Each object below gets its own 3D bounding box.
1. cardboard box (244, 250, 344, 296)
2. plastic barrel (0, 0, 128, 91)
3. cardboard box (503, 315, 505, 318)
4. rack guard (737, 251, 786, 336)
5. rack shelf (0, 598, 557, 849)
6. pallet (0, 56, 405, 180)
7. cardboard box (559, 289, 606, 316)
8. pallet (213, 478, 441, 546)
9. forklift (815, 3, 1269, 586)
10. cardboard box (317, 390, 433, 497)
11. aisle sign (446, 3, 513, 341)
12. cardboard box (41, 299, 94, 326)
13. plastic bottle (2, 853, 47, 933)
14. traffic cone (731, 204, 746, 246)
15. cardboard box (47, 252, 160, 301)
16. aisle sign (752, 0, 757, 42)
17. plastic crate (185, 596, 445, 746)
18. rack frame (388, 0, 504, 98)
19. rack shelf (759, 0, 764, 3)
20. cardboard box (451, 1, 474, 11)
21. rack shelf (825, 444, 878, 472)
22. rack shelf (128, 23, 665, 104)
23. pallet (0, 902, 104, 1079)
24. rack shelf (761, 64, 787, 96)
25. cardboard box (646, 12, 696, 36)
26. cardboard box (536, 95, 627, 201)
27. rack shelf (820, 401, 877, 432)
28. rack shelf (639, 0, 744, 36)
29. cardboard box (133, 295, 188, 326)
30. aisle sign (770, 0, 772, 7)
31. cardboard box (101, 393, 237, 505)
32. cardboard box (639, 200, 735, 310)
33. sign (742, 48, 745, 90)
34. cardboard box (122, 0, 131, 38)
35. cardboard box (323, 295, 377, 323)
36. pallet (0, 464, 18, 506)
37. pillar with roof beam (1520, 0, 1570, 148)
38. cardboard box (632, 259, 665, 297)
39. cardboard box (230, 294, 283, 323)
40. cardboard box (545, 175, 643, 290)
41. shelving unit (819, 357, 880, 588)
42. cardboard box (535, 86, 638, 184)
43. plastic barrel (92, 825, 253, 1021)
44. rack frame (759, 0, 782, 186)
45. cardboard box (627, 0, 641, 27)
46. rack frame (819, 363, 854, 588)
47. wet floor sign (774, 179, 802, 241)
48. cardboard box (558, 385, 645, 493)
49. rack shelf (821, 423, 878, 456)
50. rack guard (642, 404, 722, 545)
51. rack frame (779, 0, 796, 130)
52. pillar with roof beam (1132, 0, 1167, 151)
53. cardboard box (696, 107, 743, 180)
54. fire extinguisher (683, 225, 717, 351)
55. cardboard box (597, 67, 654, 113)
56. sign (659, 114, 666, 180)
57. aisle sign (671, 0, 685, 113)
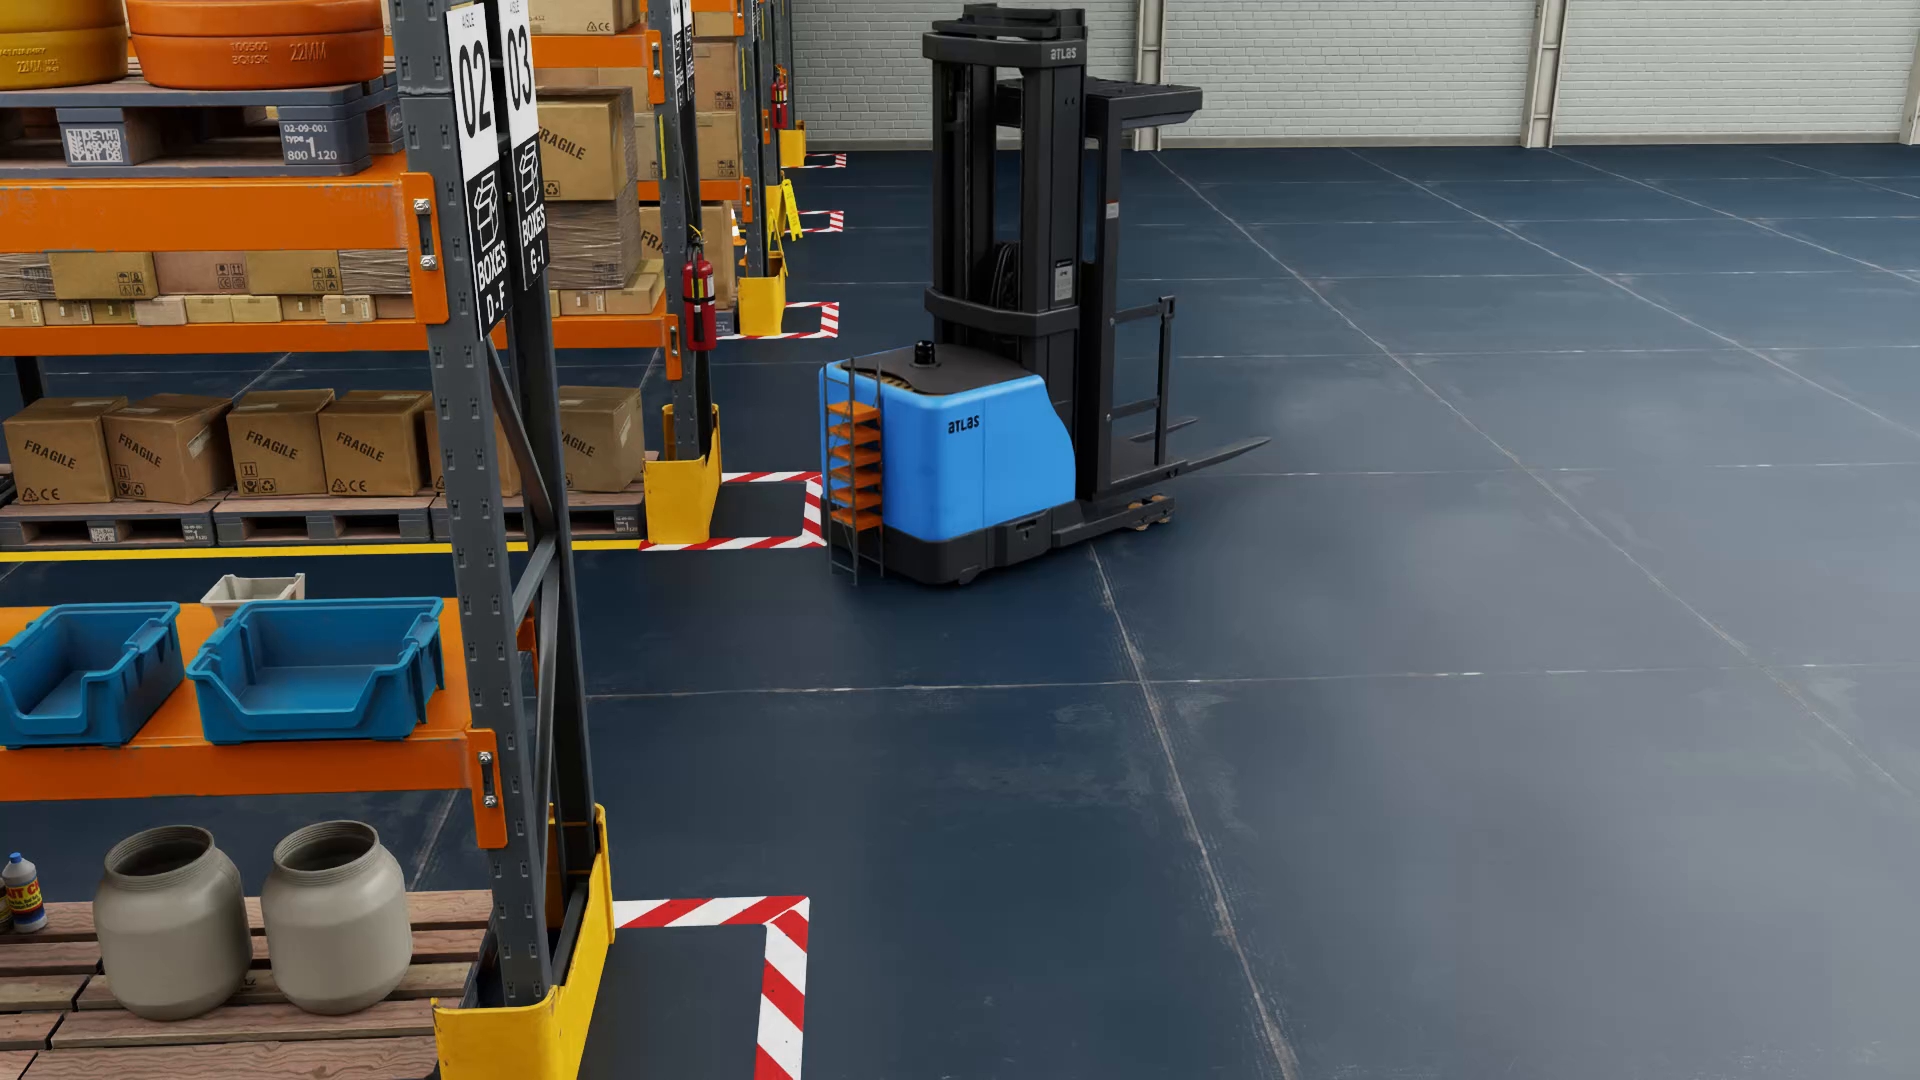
[{"bbox_3d":[-3.627,-1.717,9.355,0.500,0.500,0.875,-1,21,-3],"label":"cardboard box"},{"bbox_3d":[-2.430,-1.444,4.128,0.600,0.588,0.600,0,21,0],"label":"plastic barrel"},{"bbox_3d":[-2.602,-1.361,9.334,0.250,0.149,0.380,-1,21,-3],"label":"cardboard box"},{"bbox_3d":[-1.740,-2.182,14.650,0.348,0.500,1.175,-1,21,-3],"label":"rack guard"},{"bbox_3d":[-3.296,0.550,4.970,4.000,0.370,1.077,-1,21,-3],"label":"rack shelf"},{"bbox_3d":[-2.131,-1.158,4.496,1.213,0.211,1.003,-1,21,-3],"label":"pallet"},{"bbox_3d":[-2.105,-1.384,9.395,0.250,0.149,0.380,-1,21,-3],"label":"cardboard box"},{"bbox_3d":[-3.686,-0.253,9.990,1.213,0.211,1.003,-1,21,-3],"label":"pallet"},{"bbox_3d":[0.630,-1.541,9.550,3.031,2.935,1.130,-17,27,-38],"label":"forklift"},{"bbox_3d":[-3.427,-0.577,9.843,0.500,0.500,0.500,1,21,2],"label":"cardboard box"},{"bbox_3d":[-1.211,-0.937,4.213,0.004,0.787,0.394,-1,21,-3],"label":"aisle sign"},{"bbox_3d":[-4.845,-1.300,9.173,0.250,0.149,0.380,-1,21,-3],"label":"cardboard box"},{"bbox_3d":[-3.127,1.169,5.550,0.097,0.271,0.097,0,21,0],"label":"plastic bottle"},{"bbox_3d":[-2.504,-3.454,18.042,0.334,0.463,0.336,-1,21,-3],"label":"traffic cone"},{"bbox_3d":[-4.622,-1.675,9.246,0.500,0.500,0.875,-1,21,-3],"label":"cardboard box"},{"bbox_3d":[-1.676,-4.460,13.465,0.004,0.787,0.394,-1,21,-3],"label":"aisle sign"},{"bbox_3d":[-1.782,0.360,4.670,0.616,0.251,0.499,-1,21,-3],"label":"plastic crate"},{"bbox_3d":[-1.299,-2.630,3.882,0.127,3.000,1.000,-1,21,-3],"label":"rack frame"},{"bbox_3d":[-4.145,-6.131,18.304,4.000,0.370,1.077,-1,21,-3],"label":"rack shelf"},{"bbox_3d":[-2.547,-2.806,8.771,0.500,0.250,0.500,-1,21,-3],"label":"cardboard box"},{"bbox_3d":[-0.585,-0.425,8.840,0.180,0.103,0.258,-17,27,-38],"label":"rack shelf"},{"bbox_3d":[-3.579,-2.611,9.058,4.000,0.370,1.077,-1,21,-3],"label":"rack shelf"},{"bbox_3d":[-3.399,1.533,5.297,1.213,0.211,1.003,-1,21,-3],"label":"pallet"},{"bbox_3d":[-4.432,-6.492,23.469,4.000,0.370,1.077,-1,21,-3],"label":"rack shelf"},{"bbox_3d":[-3.151,-5.664,18.317,0.500,0.500,0.700,-1,21,-3],"label":"cardboard box"},{"bbox_3d":[-2.117,-2.140,9.062,0.500,0.500,0.500,-1,21,-3],"label":"cardboard box"},{"bbox_3d":[-0.585,-0.650,8.754,0.180,0.103,0.258,-17,27,-38],"label":"rack shelf"},{"bbox_3d":[-3.761,-4.375,13.691,4.000,0.370,1.077,-1,21,-3],"label":"rack shelf"},{"bbox_3d":[-4.344,-1.299,9.170,0.250,0.149,0.380,-1,21,-3],"label":"cardboard box"},{"bbox_3d":[-2.069,-6.219,18.087,0.004,0.787,0.394,-1,21,-3],"label":"aisle sign"},{"bbox_3d":[-4.603,-0.541,9.749,0.500,0.500,0.500,5,22,14],"label":"cardboard box"},{"bbox_3d":[-2.438,-2.516,14.409,0.875,0.875,0.875,-1,21,-3],"label":"cardboard box"},{"bbox_3d":[-1.747,-3.809,13.448,0.005,0.325,0.100,-1,21,-3],"label":"sign"},{"bbox_3d":[-4.087,-2.773,8.685,0.500,0.250,0.500,-2,21,-5],"label":"cardboard box"},{"bbox_3d":[-3.346,-1.321,9.229,0.250,0.149,0.380,-1,21,-3],"label":"cardboard box"},{"bbox_3d":[-6.353,-0.185,9.810,1.213,0.211,1.003,-1,21,-3],"label":"pallet"},{"bbox_3d":[9.045,-8.693,19.808,0.400,9.000,9.100,-1,21,-3],"label":"pillar with roof beam"},{"bbox_3d":[-1.880,-1.547,9.822,0.250,0.149,0.380,-1,21,-3],"label":"cardboard box"},{"bbox_3d":[-3.847,-1.320,9.225,0.250,0.149,0.380,-1,21,-3],"label":"cardboard box"},{"bbox_3d":[-2.133,-1.770,9.496,0.500,0.500,0.875,-1,21,-3],"label":"cardboard box"},{"bbox_3d":[-0.585,-0.355,8.867,0.189,1.200,0.258,-17,27,-38],"label":"shelving unit"},{"bbox_3d":[-2.147,-2.324,9.547,0.500,0.500,0.500,-1,21,-3],"label":"cardboard box"},{"bbox_3d":[-2.453,1.191,5.184,0.421,0.512,0.421,0,21,0],"label":"plastic barrel"},{"bbox_3d":[-2.148,-5.106,18.817,0.127,3.000,1.000,-1,21,-3],"label":"rack frame"},{"bbox_3d":[-2.078,-3.000,9.279,0.500,0.250,0.500,-1,21,-1],"label":"cardboard box"},{"bbox_3d":[-0.654,-0.333,8.810,0.006,1.200,0.240,-17,27,-38],"label":"rack frame"},{"bbox_3d":[-1.897,-3.630,18.247,0.232,0.644,0.267,6,22,16],"label":"wet floor sign"},{"bbox_3d":[-2.207,-0.607,9.923,0.500,0.500,0.500,3,21,7],"label":"cardboard box"},{"bbox_3d":[-0.585,-0.538,8.797,0.180,0.103,0.258,-17,27,-38],"label":"rack shelf"},{"bbox_3d":[-1.658,-0.416,10.011,0.348,0.500,1.175,-1,21,-3],"label":"rack guard"},{"bbox_3d":[-2.435,-6.869,23.448,0.127,3.000,1.000,-1,21,-3],"label":"rack frame"},{"bbox_3d":[3.054,-8.572,19.488,0.400,9.000,9.100,-1,21,-3],"label":"pillar with roof beam"},{"bbox_3d":[-2.132,-3.396,14.115,0.550,0.550,0.875,-1,21,-3],"label":"cardboard box"},{"bbox_3d":[-1.442,-1.388,9.160,0.183,0.674,0.296,-1,21,-3],"label":"fire extinguisher"},{"bbox_3d":[-2.681,-3.887,13.886,0.550,0.550,0.875,-1,21,-3],"label":"cardboard box"},{"bbox_3d":[-1.570,-2.077,8.789,0.005,0.325,0.100,-1,21,-3],"label":"sign"},{"bbox_3d":[-1.503,-2.695,8.831,0.004,0.787,0.394,-1,21,-3],"label":"aisle sign"}]
